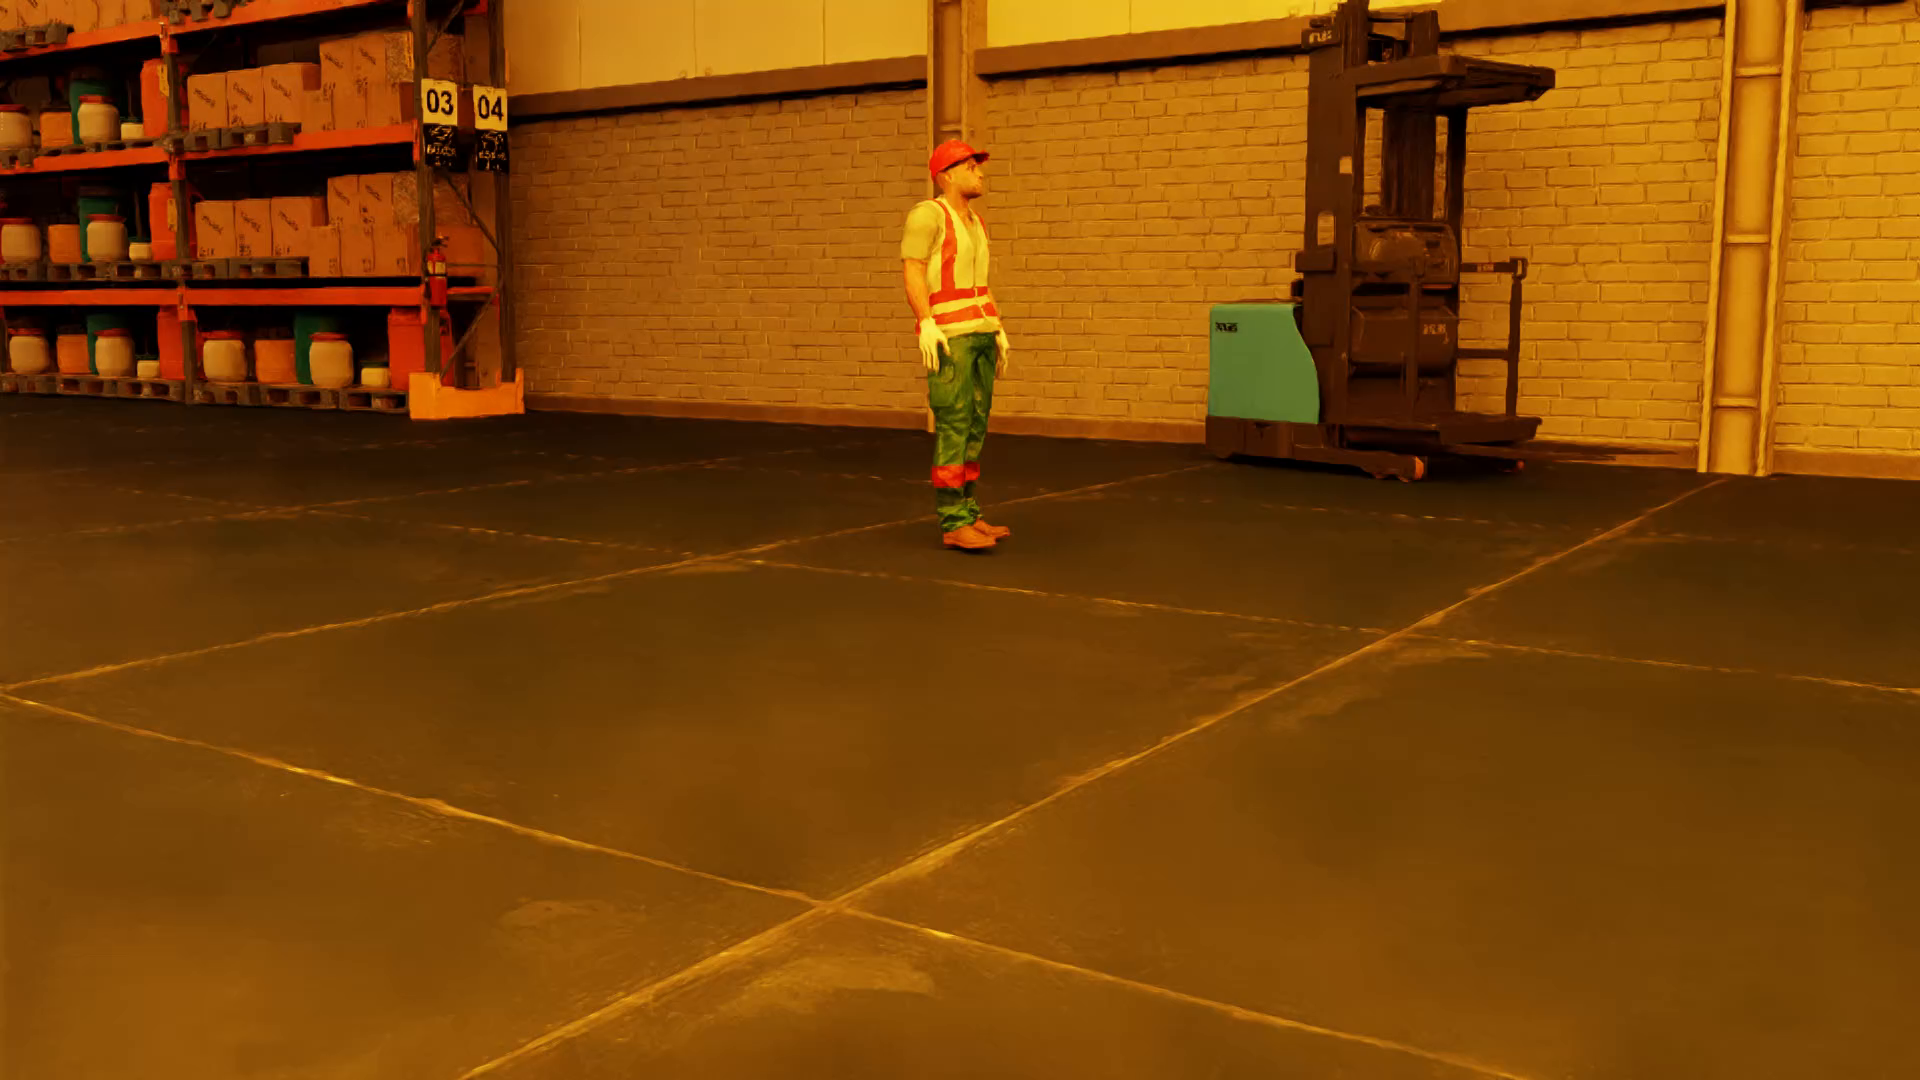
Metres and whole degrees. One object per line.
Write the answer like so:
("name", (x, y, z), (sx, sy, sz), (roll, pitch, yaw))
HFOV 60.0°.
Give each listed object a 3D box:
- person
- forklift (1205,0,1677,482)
("person", (0.061, -0.885, 7.423), (0.563, 1.787, 0.637), (5, 10, 34))
("forklift", (2.961, -1.877, 10.389), (1.130, 2.935, 3.031), (-6, 10, -36))
